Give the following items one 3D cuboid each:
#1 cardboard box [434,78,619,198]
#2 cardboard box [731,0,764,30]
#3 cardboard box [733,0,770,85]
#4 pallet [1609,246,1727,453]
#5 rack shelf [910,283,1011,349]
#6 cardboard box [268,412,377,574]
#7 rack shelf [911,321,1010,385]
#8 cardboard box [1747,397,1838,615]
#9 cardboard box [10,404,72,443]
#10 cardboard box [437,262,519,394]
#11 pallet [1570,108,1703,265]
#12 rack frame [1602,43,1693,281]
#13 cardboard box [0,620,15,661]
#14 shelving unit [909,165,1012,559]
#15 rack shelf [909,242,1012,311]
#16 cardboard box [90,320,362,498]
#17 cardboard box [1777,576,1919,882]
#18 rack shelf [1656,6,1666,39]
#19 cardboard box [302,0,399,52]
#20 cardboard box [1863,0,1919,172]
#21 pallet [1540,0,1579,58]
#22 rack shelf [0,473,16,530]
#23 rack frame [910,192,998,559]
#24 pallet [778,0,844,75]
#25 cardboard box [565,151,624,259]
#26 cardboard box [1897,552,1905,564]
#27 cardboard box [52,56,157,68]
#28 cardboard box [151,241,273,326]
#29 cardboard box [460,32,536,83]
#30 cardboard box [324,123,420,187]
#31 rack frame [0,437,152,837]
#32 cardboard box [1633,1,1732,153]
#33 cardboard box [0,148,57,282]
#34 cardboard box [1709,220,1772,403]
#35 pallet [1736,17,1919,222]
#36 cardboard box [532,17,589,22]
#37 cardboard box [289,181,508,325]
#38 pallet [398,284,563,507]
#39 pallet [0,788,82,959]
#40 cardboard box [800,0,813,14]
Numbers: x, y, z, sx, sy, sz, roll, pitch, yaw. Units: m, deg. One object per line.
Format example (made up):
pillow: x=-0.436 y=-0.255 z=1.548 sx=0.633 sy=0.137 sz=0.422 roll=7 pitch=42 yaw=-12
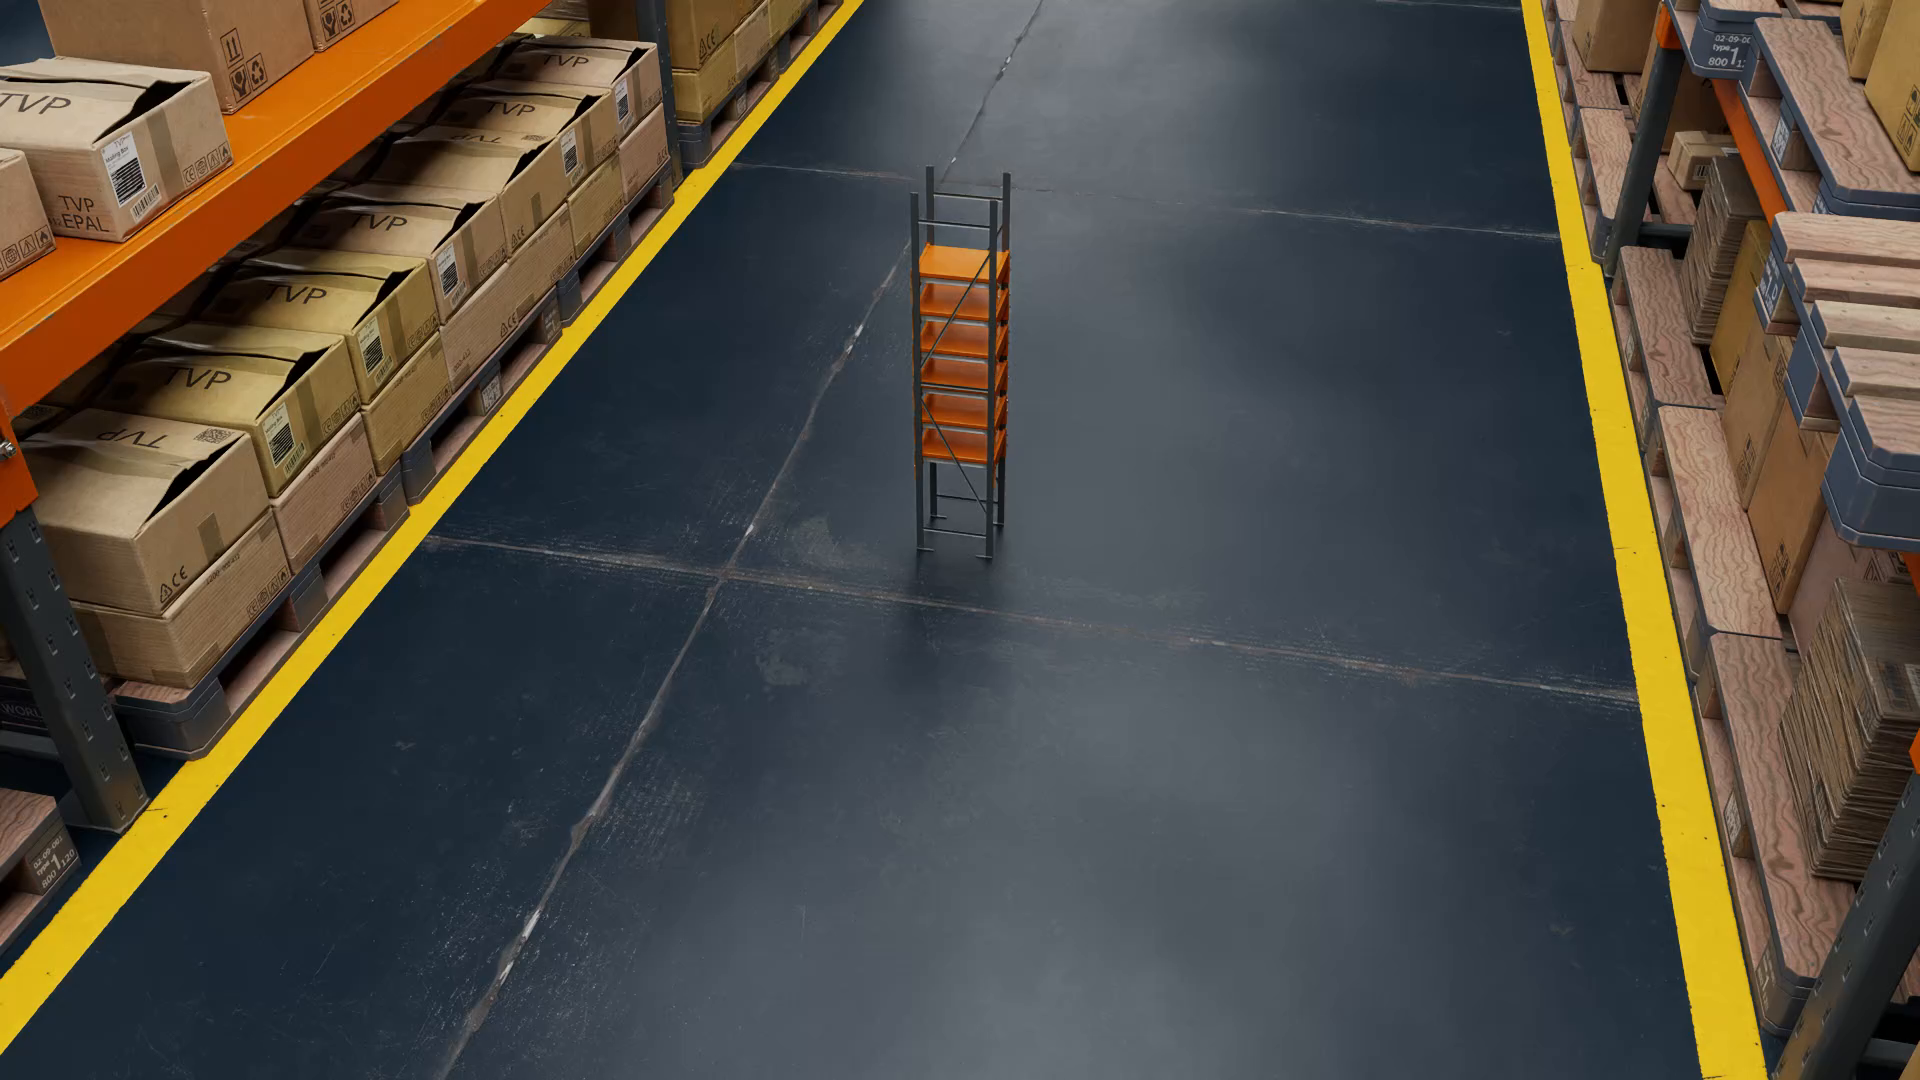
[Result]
cardboard box: x=-1.654 y=-1.571 z=6.368 sx=0.500 sy=0.311 sz=0.500 roll=8 pitch=37 yaw=11
cardboard box: x=-1.239 y=-2.729 z=7.805 sx=0.500 sy=0.500 sz=0.500 roll=7 pitch=37 yaw=10
cardboard box: x=-1.236 y=-2.425 z=8.024 sx=0.500 sy=0.250 sz=0.500 roll=7 pitch=37 yaw=10
pallet: x=2.933 y=-0.660 z=5.980 sx=1.003 sy=0.211 sz=1.213 roll=7 pitch=37 yaw=10
rack shelf: x=0.003 y=-0.652 z=4.795 sx=0.258 sy=0.103 sz=0.180 roll=7 pitch=37 yaw=10
cardboard box: x=-2.092 y=-0.169 z=4.913 sx=0.500 sy=0.250 sz=0.500 roll=6 pitch=36 yaw=9
rack shelf: x=0.003 y=-0.555 z=4.865 sx=0.258 sy=0.103 sz=0.180 roll=7 pitch=37 yaw=10
cardboard box: x=2.648 y=-0.096 z=4.582 sx=0.700 sy=0.500 sz=0.500 roll=7 pitch=37 yaw=10
cardboard box: x=-2.726 y=-0.176 z=4.444 sx=0.500 sy=0.311 sz=0.500 roll=8 pitch=37 yaw=11
cardboard box: x=-1.877 y=-0.762 z=5.730 sx=0.500 sy=0.250 sz=0.500 roll=8 pitch=37 yaw=11
pallet: x=3.206 y=-1.496 z=7.134 sx=1.003 sy=0.211 sz=1.213 roll=7 pitch=37 yaw=10
rack frame: x=3.097 y=-2.235 z=5.778 sx=1.000 sy=3.000 sz=0.127 roll=7 pitch=37 yaw=10
cardboard box: x=-2.723 y=0.050 z=4.610 sx=0.500 sy=0.250 sz=0.500 roll=8 pitch=37 yaw=11
shelving unit: x=0.003 y=-0.494 z=4.909 sx=0.258 sy=1.200 sz=0.189 roll=7 pitch=37 yaw=10
rack shelf: x=0.003 y=-0.750 z=4.724 sx=0.258 sy=0.103 sz=0.180 roll=7 pitch=37 yaw=10
cardboard box: x=-2.094 y=-0.410 z=4.767 sx=0.500 sy=0.311 sz=0.500 roll=6 pitch=36 yaw=9
cardboard box: x=2.346 y=0.473 z=3.797 sx=0.700 sy=0.500 sz=0.500 roll=8 pitch=37 yaw=11
rack shelf: x=3.525 y=-3.091 z=7.571 sx=1.077 sy=0.370 sz=4.000 roll=7 pitch=37 yaw=10
cardboard box: x=-2.142 y=-1.867 z=5.185 sx=0.500 sy=0.500 sz=0.500 roll=7 pitch=37 yaw=10
cardboard box: x=2.578 y=-1.148 z=3.818 sx=0.700 sy=0.500 sz=0.500 roll=7 pitch=37 yaw=10
pallet: x=3.727 y=-2.894 z=9.064 sx=1.003 sy=0.211 sz=1.213 roll=7 pitch=37 yaw=10
rack shelf: x=-3.024 y=0.877 z=2.097 sx=1.077 sy=0.370 sz=4.000 roll=7 pitch=37 yaw=10
rack frame: x=-0.016 y=-0.442 z=4.837 sx=0.240 sy=1.200 sz=0.006 roll=7 pitch=37 yaw=10
pallet: x=-1.274 y=-2.877 z=9.040 sx=1.003 sy=0.211 sz=1.213 roll=7 pitch=37 yaw=10
cardboard box: x=-1.658 y=-1.347 z=6.537 sx=0.500 sy=0.250 sz=0.500 roll=7 pitch=36 yaw=9
cardboard box: x=2.529 y=-0.150 z=4.017 sx=0.500 sy=0.250 sz=0.500 roll=8 pitch=37 yaw=11
cardboard box: x=-2.380 y=-1.197 z=4.560 sx=0.380 sy=0.149 sz=0.250 roll=10 pitch=37 yaw=13
cardboard box: x=-2.511 y=-0.764 z=5.255 sx=0.500 sy=0.311 sz=0.500 roll=7 pitch=37 yaw=10
cardboard box: x=-2.074 y=-1.932 z=6.867 sx=0.500 sy=0.311 sz=0.500 roll=7 pitch=37 yaw=10
cardboard box: x=-2.296 y=-1.349 z=6.062 sx=0.500 sy=0.311 sz=0.500 roll=6 pitch=36 yaw=8
rack frame: x=-2.597 y=-0.561 z=3.468 sx=1.000 sy=3.000 sz=0.127 roll=7 pitch=37 yaw=10
cardboard box: x=3.280 y=-2.001 z=7.210 sx=0.500 sy=0.500 sz=0.500 roll=5 pitch=36 yaw=6
cardboard box: x=-2.477 y=-0.728 z=3.774 sx=0.500 sy=0.311 sz=0.500 roll=10 pitch=37 yaw=13
cardboard box: x=2.895 y=-0.675 z=5.380 sx=0.700 sy=0.500 sz=0.500 roll=7 pitch=36 yaw=9
pallet: x=2.626 y=-1.004 z=4.243 sx=1.003 sy=0.211 sz=1.213 roll=7 pitch=37 yaw=10
cardboard box: x=-1.741 y=-2.489 z=8.114 sx=0.500 sy=0.250 sz=0.500 roll=7 pitch=37 yaw=10
cardboard box: x=-1.874 y=-0.997 z=5.577 sx=0.500 sy=0.311 sz=0.500 roll=7 pitch=36 yaw=9
pallet: x=-2.120 y=-0.596 z=5.893 sx=1.003 sy=0.211 sz=1.213 roll=7 pitch=37 yaw=10
pallet: x=-2.794 y=0.992 z=3.702 sx=1.003 sy=0.211 sz=1.213 roll=7 pitch=37 yaw=10
cardboard box: x=-1.023 y=-2.998 z=8.816 sx=0.500 sy=0.250 sz=0.500 roll=7 pitch=37 yaw=10
